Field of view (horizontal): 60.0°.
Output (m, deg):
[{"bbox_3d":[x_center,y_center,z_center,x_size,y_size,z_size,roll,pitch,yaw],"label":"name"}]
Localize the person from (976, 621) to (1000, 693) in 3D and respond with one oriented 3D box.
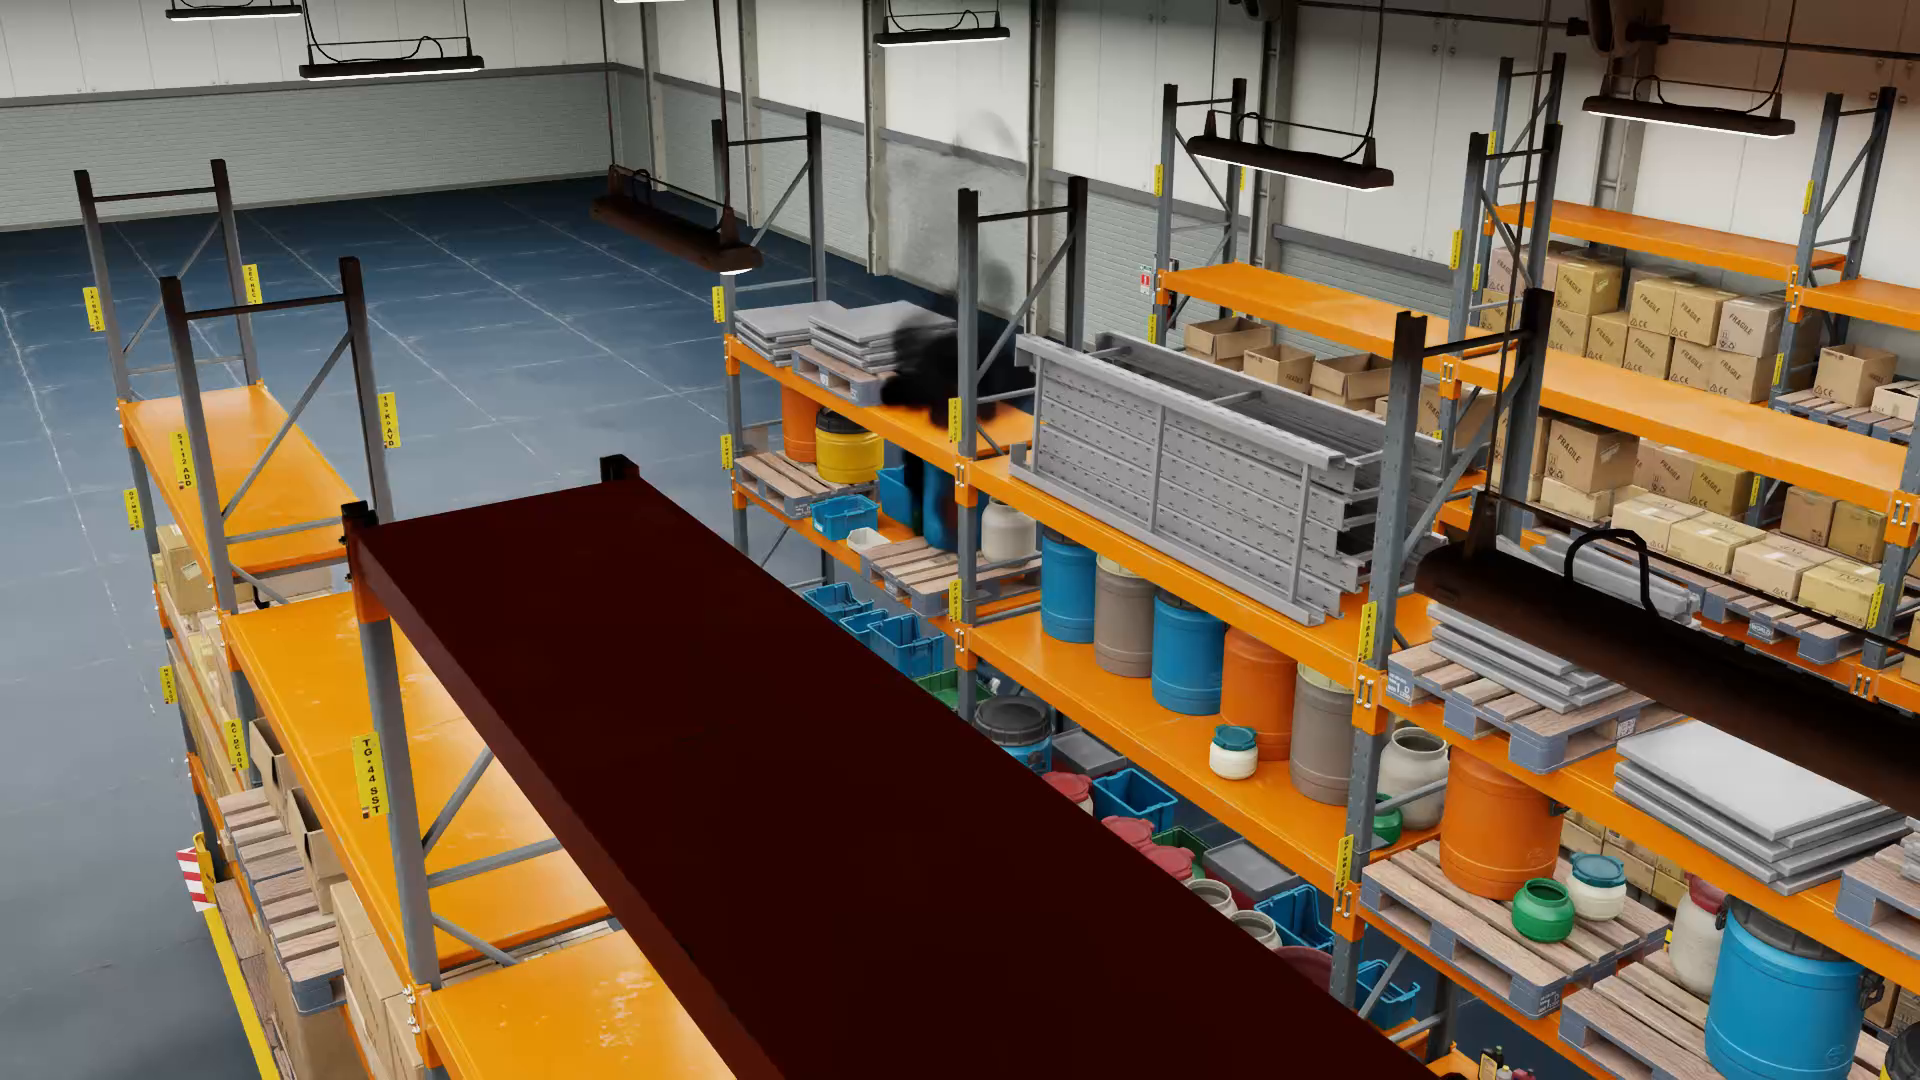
[{"bbox_3d":[0.192,0.980,16.888,0.565,1.565,0.606,-19,29,-40],"label":"person"}]
